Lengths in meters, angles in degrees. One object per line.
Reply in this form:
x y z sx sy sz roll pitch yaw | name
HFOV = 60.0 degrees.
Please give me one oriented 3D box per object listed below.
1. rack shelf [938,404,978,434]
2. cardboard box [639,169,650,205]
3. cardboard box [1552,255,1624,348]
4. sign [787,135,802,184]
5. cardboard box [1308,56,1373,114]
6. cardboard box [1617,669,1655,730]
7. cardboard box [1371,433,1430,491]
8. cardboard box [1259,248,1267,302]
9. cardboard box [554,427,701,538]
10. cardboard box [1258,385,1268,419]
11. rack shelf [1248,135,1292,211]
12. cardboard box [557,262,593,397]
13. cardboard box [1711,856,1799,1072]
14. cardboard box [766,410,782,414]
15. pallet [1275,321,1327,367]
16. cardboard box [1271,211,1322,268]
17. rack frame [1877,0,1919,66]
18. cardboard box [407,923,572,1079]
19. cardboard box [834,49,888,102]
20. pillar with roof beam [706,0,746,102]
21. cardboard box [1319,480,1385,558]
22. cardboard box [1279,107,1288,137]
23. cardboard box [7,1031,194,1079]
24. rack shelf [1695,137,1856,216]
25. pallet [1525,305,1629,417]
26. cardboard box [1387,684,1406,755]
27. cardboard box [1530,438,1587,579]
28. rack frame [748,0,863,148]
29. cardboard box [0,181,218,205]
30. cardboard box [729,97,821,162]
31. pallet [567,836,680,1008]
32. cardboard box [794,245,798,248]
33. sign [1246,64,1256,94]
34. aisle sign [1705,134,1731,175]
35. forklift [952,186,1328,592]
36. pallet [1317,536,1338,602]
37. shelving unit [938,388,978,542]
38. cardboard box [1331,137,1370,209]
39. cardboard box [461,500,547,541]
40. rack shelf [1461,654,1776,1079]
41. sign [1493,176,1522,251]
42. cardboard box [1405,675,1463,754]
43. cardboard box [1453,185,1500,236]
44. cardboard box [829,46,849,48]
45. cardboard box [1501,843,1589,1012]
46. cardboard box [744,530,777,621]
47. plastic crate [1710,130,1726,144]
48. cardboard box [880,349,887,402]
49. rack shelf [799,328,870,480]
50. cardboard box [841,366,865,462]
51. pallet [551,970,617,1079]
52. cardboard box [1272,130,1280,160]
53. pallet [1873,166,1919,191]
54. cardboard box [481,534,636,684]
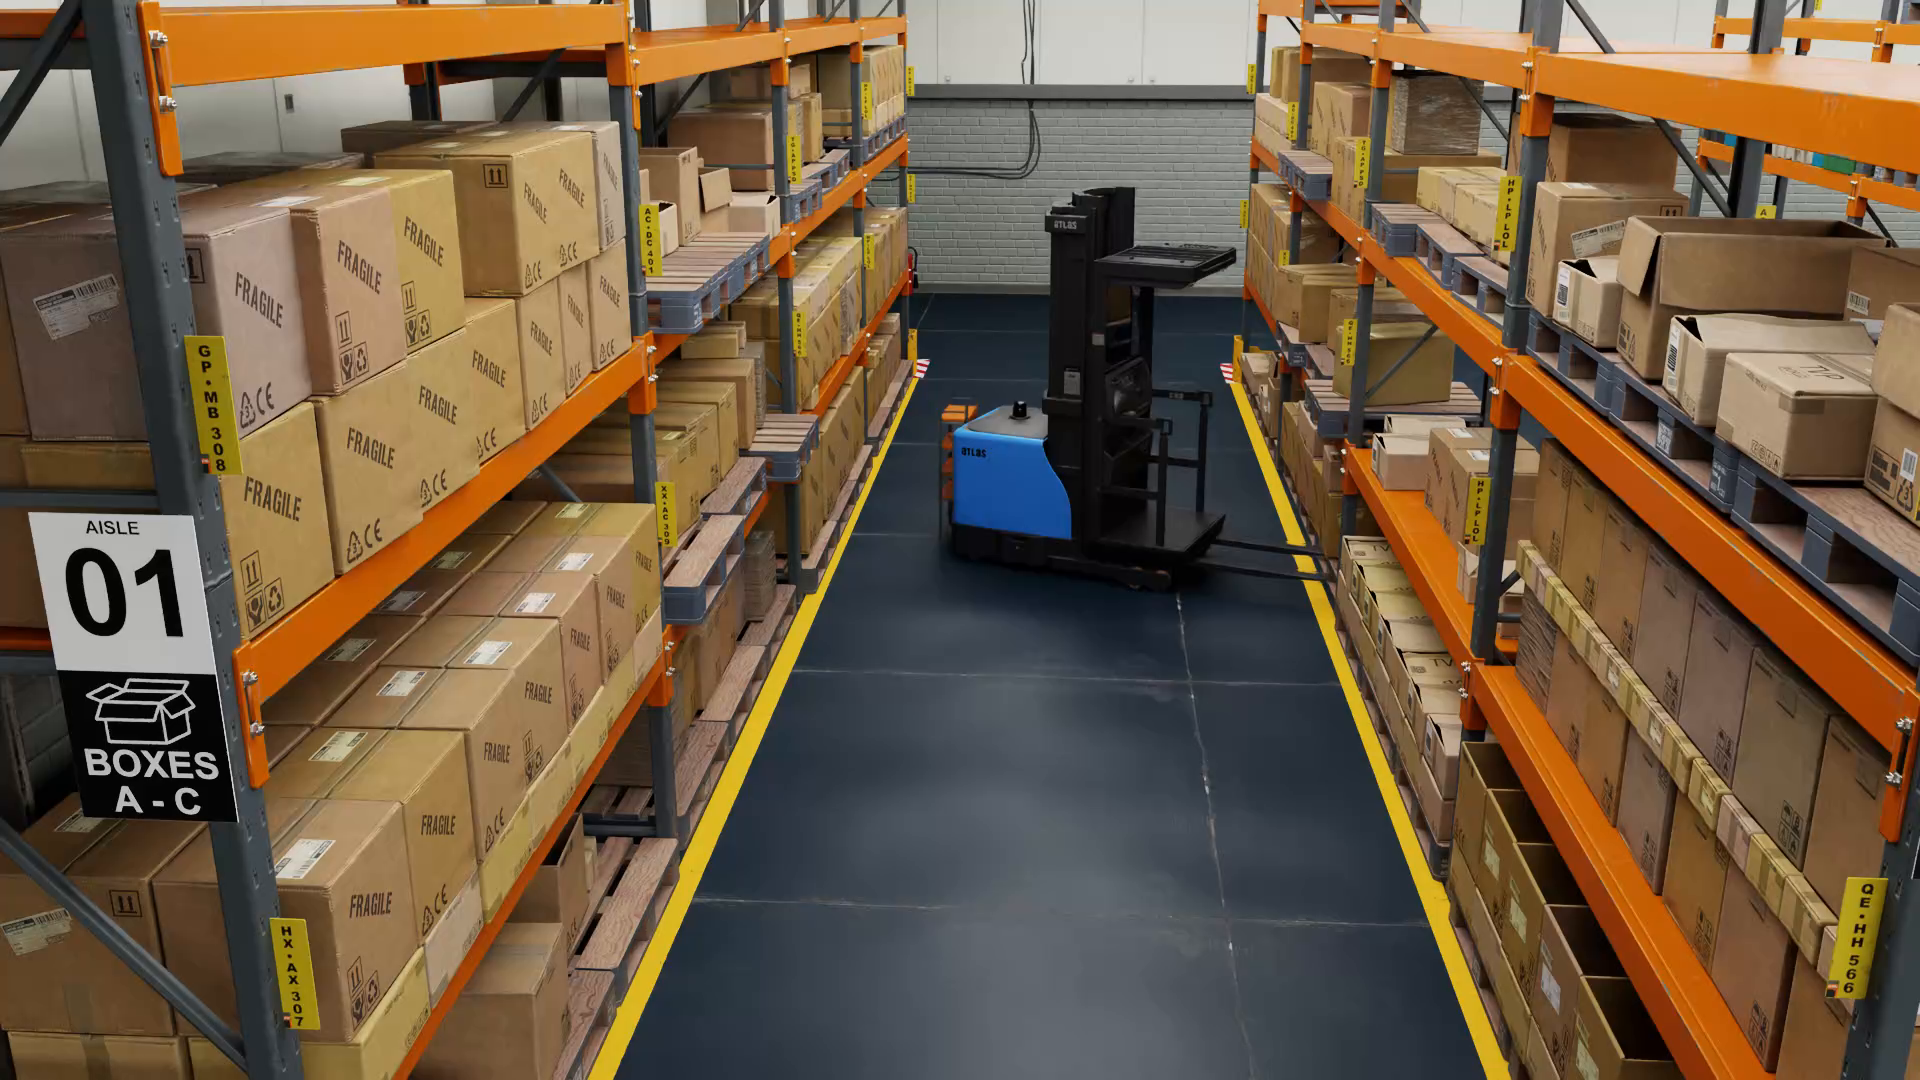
-0.014 -0.998 13.781 0.258 0.148 0.480 3 18 9 | rack shelf
-1.855 -1.562 8.221 0.500 0.500 0.500 4 19 12 | cardboard box
2.629 -0.943 6.410 0.500 0.311 0.500 0 18 1 | cardboard box
-1.146 -2.622 11.461 0.100 0.325 0.005 1 18 4 | sign
3.537 -4.197 15.330 0.700 0.500 0.500 1 18 4 | cardboard box
2.647 0.592 6.095 0.380 0.149 0.250 1 18 3 | cardboard box
2.996 -0.539 10.893 0.500 0.311 0.500 1 18 3 | cardboard box
3.424 -2.783 17.439 0.500 0.500 0.500 2 18 5 | cardboard box
-1.856 -0.309 9.181 0.700 0.500 0.500 3 18 10 | cardboard box
3.352 -1.444 17.125 0.500 0.311 0.500 1 18 4 | cardboard box
3.684 -3.801 17.045 1.077 0.370 4.000 1 18 4 | rack shelf
-1.813 -0.885 6.796 0.500 0.500 0.500 0 18 -1 | cardboard box
2.759 1.275 5.055 0.700 0.500 0.500 2 18 5 | cardboard box
-1.433 -0.951 12.380 0.380 0.149 0.250 1 18 3 | cardboard box
3.374 -1.760 14.785 1.003 0.211 1.213 1 18 4 | pallet
3.353 -2.941 16.316 0.500 0.500 0.500 1 18 3 | cardboard box
8.481 -4.836 14.230 1.000 3.000 0.127 1 18 4 | rack frame
-1.978 1.883 6.667 0.700 0.500 0.500 0 18 0 | cardboard box
-1.009 -4.692 16.810 0.500 0.500 0.500 1 18 4 | cardboard box
2.081 -5.198 15.334 9.100 9.000 0.400 1 18 4 | pillar with roof beam
3.087 -0.171 12.937 0.500 0.500 0.500 2 18 6 | cardboard box
3.344 -4.001 15.936 0.500 0.250 0.500 1 18 4 | cardboard box
-2.421 1.433 4.941 0.500 0.250 0.500 2 18 5 | cardboard box
8.624 -3.690 16.704 1.077 0.370 4.000 1 18 4 | rack shelf
2.932 -0.730 6.658 1.003 0.211 1.213 1 18 4 | pallet
2.782 1.044 9.662 0.500 0.250 0.500 2 18 5 | cardboard box
2.942 -0.138 7.283 0.700 0.500 0.500 1 18 4 | cardboard box
-1.401 -5.057 14.904 1.000 3.000 0.127 1 18 4 | rack frame
-2.463 -0.746 4.767 0.500 0.500 0.500 2 18 7 | cardboard box
-1.549 -3.443 13.929 0.700 0.500 0.500 1 18 3 | cardboard box
-1.987 1.813 8.051 1.003 0.211 1.213 1 18 4 | pallet
-1.724 -2.461 14.742 0.500 0.250 0.500 1 18 5 | cardboard box
3.286 -5.192 18.730 0.100 0.325 0.005 1 18 4 | sign
8.477 -4.492 18.639 0.394 0.787 0.004 1 18 4 | aisle sign
1.489 -1.181 12.820 3.031 2.935 1.130 8 20 24 | forklift
3.345 0.240 12.853 1.003 0.211 1.213 1 18 4 | pallet
-0.014 -0.625 13.903 0.258 1.200 0.503 3 18 9 | shelving unit
3.325 -2.784 12.623 0.910 0.500 0.500 1 18 4 | cardboard box
-2.216 0.125 7.728 0.500 0.500 0.500 1 18 3 | cardboard box
2.824 1.351 6.138 1.077 0.370 4.000 1 18 4 | rack shelf
2.425 -1.442 7.353 0.100 0.325 0.005 1 18 4 | sign
2.741 0.935 9.094 0.500 0.311 0.500 2 18 5 | cardboard box
3.206 -1.925 9.731 0.500 0.250 0.500 1 18 3 | cardboard box
-1.453 -5.021 17.812 0.500 0.500 0.500 1 18 3 | cardboard box
2.550 1.586 6.802 0.500 0.500 0.500 1 18 4 | cardboard box
-1.687 0.240 11.682 0.700 0.500 0.500 2 18 5 | cardboard box
8.462 -4.477 18.162 0.497 0.269 0.590 1 18 4 | plastic crate
-1.166 -1.763 17.827 0.700 0.500 0.500 2 18 5 | cardboard box
-1.544 -1.243 14.055 1.077 0.370 4.000 1 18 4 | rack shelf
-1.318 -1.179 15.483 0.750 0.750 0.750 1 18 5 | cardboard box
-2.072 2.193 6.892 1.003 0.211 1.213 1 18 4 | pallet
3.384 -3.918 16.488 0.500 0.250 0.500 1 18 4 | cardboard box
8.522 -3.075 13.976 1.213 0.211 1.003 1 18 4 | pallet
-1.730 0.293 7.217 0.500 0.500 0.500 1 18 4 | cardboard box
